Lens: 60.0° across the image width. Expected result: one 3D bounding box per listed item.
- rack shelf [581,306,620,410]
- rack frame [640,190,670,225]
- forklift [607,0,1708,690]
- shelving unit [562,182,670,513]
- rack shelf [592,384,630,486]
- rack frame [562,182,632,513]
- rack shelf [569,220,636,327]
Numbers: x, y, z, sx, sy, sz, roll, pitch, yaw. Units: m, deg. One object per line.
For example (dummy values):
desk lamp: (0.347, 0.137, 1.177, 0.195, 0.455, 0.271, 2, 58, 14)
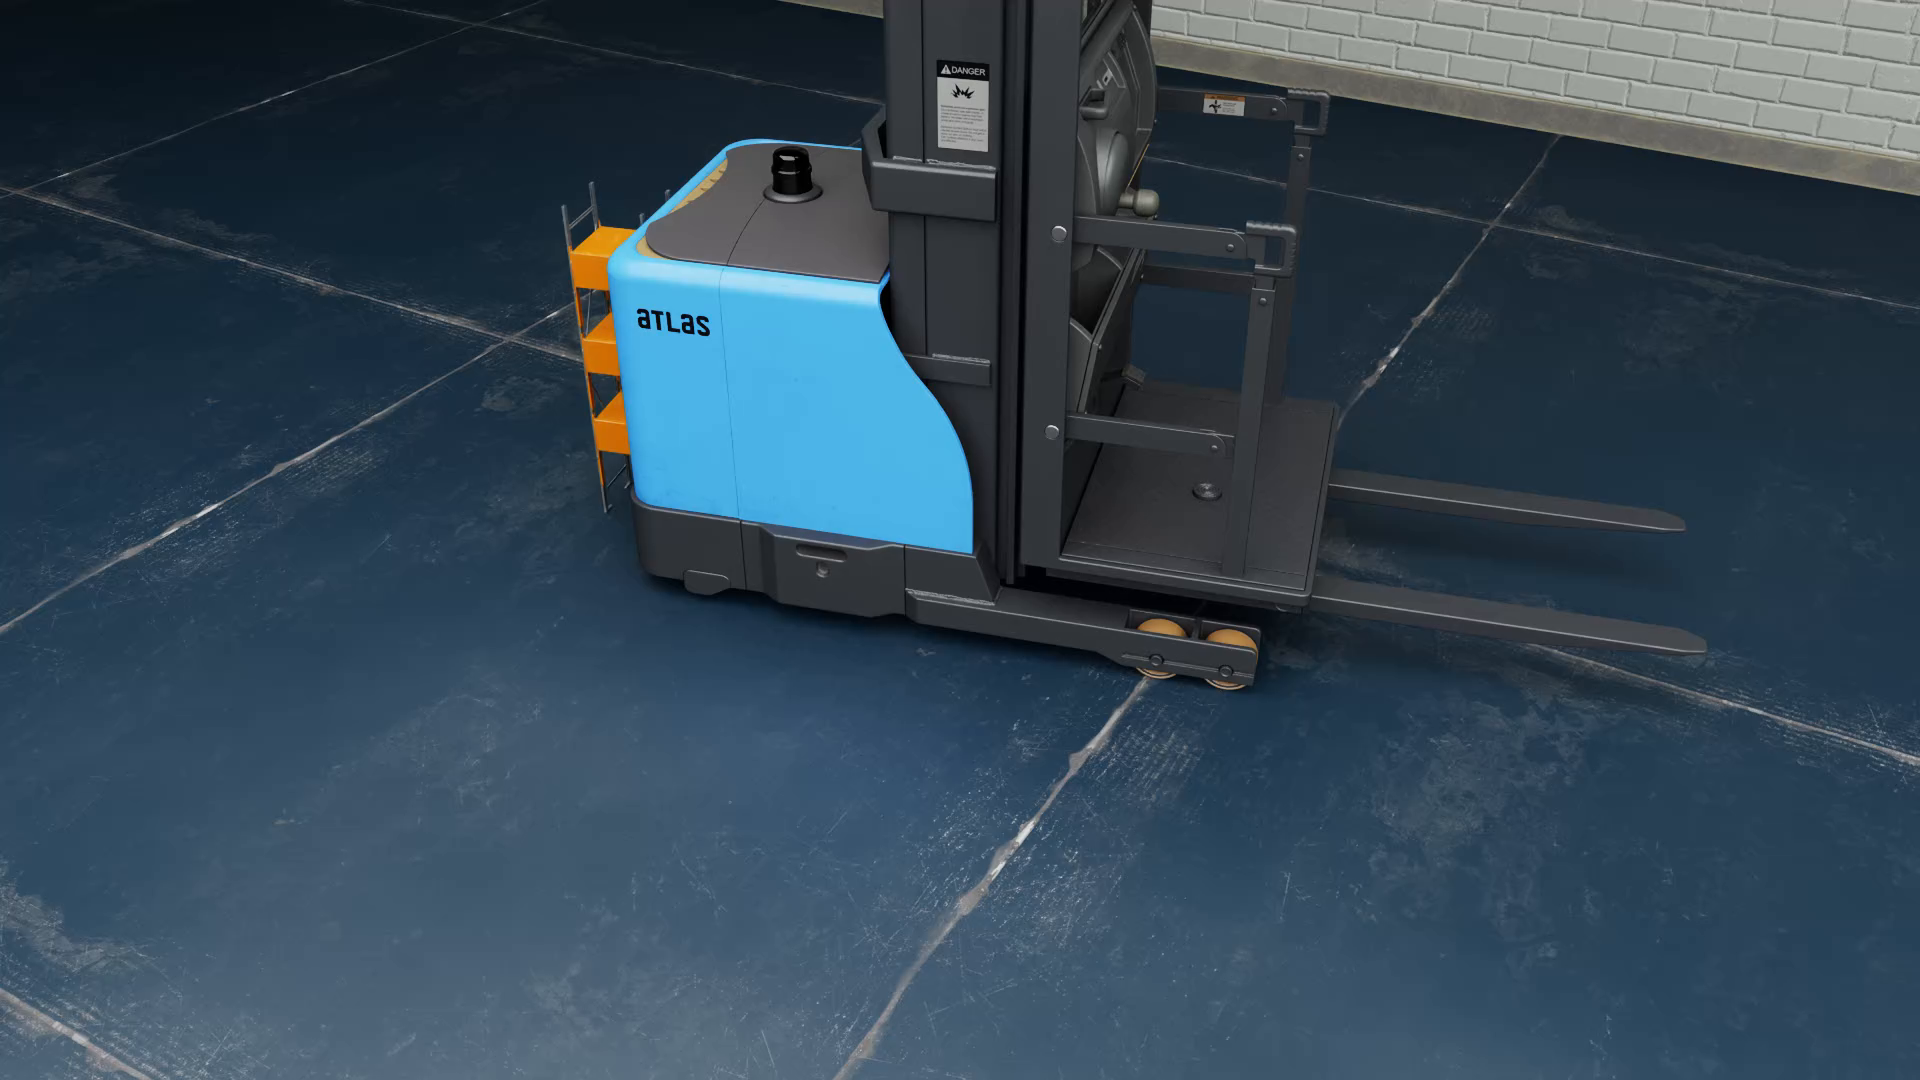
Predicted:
rack shelf: (-1.003, -0.551, 5.150, 0.240, 0.259, 0.215, 8, 35, 12)
rack frame: (-0.886, -0.543, 5.118, 0.008, 1.050, 0.200, 8, 35, 12)
forklift: (0.602, -1.131, 4.304, 3.031, 2.935, 1.130, 8, 35, 12)
shelving unit: (-1.003, -0.560, 5.144, 0.252, 1.050, 0.215, 8, 35, 12)
rack shelf: (-1.003, -0.320, 5.304, 0.240, 0.259, 0.215, 8, 35, 12)
rack frame: (-1.121, -0.577, 5.170, 0.008, 1.050, 0.200, 8, 35, 12)
rack shelf: (-1.003, -0.787, 4.992, 0.240, 0.259, 0.215, 8, 35, 12)
